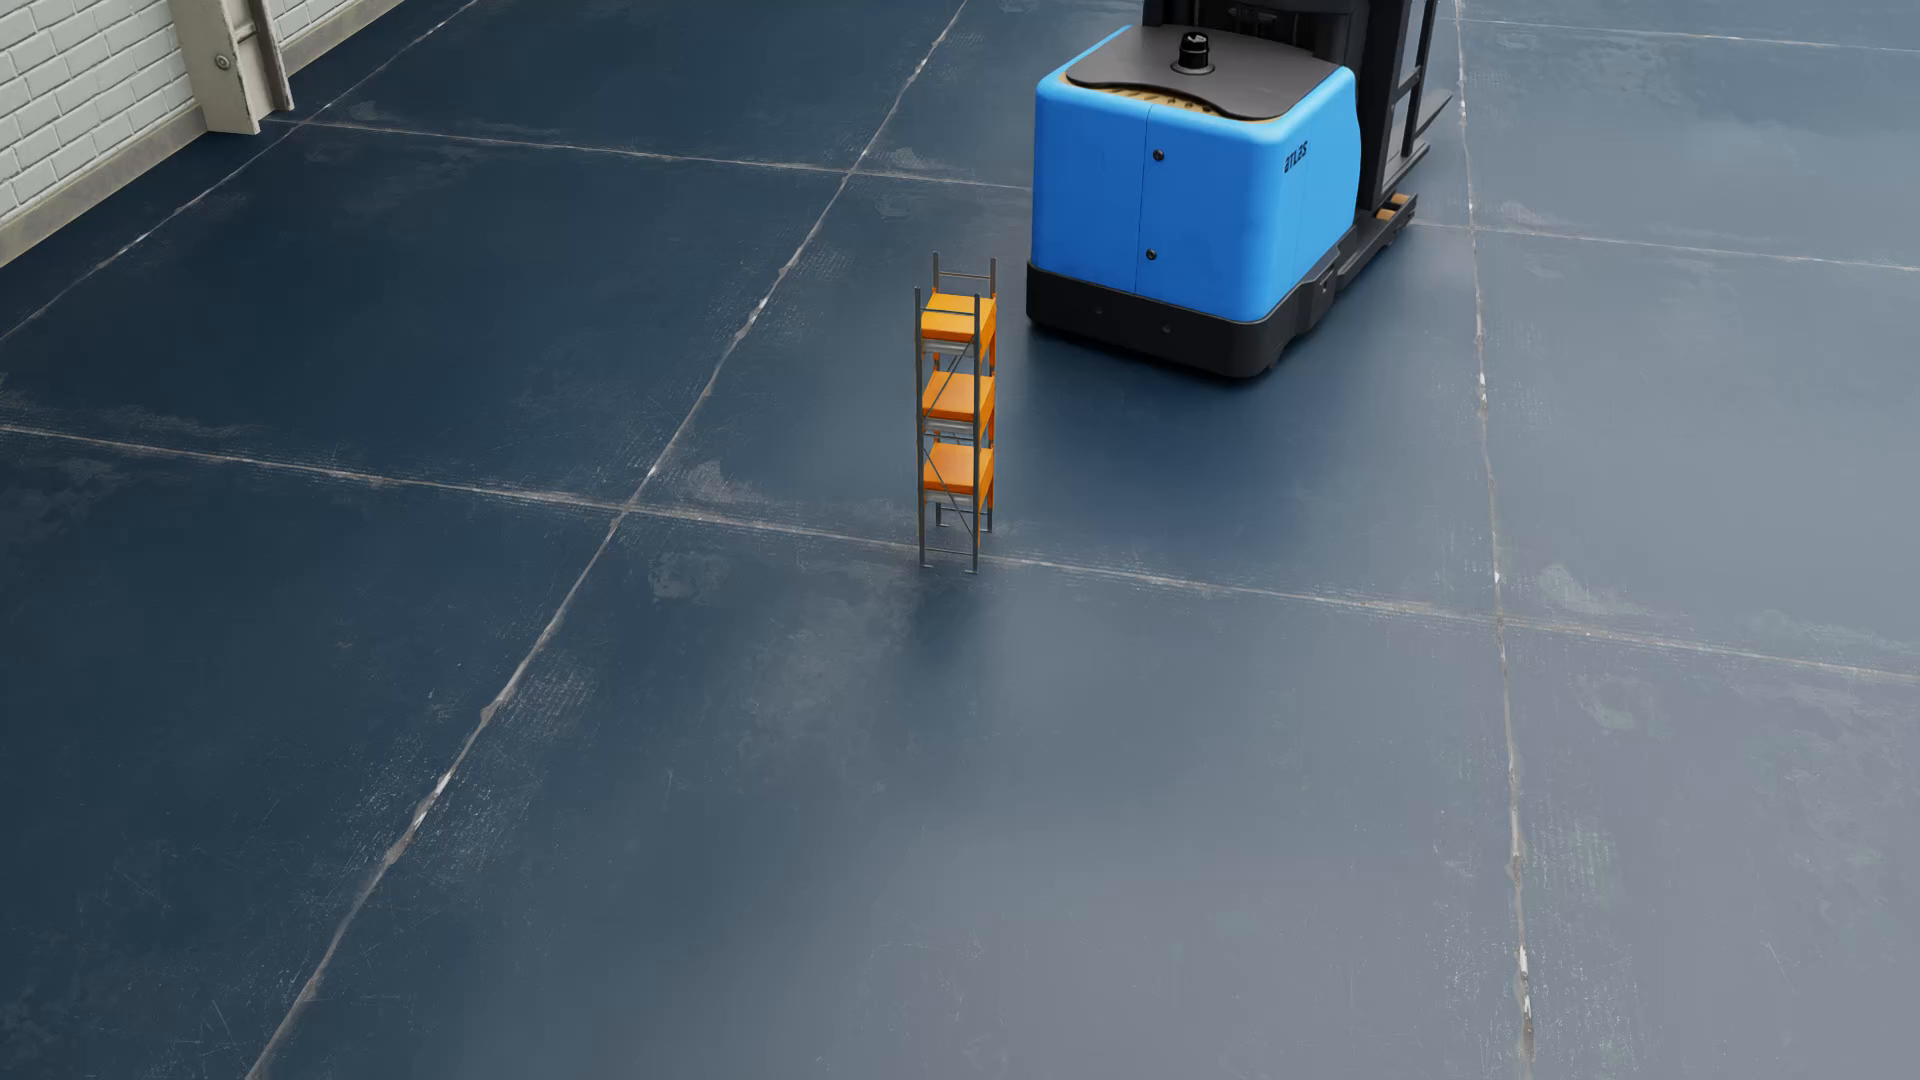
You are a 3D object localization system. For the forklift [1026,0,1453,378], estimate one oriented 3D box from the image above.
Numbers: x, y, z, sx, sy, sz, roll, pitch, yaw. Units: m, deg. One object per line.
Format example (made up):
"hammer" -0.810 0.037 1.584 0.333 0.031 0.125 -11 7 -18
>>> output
"forklift" 1.466 -2.659 6.921 1.130 2.935 3.031 19 40 25

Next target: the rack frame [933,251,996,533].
"rack frame" 0.015 -0.464 5.496 0.200 1.050 0.008 7 37 10

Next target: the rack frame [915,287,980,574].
"rack frame" -0.038 -0.324 5.303 0.200 1.050 0.008 7 37 10

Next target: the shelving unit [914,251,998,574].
"shelving unit" -0.011 -0.394 5.400 0.215 1.050 0.252 7 37 10

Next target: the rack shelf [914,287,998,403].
"rack shelf" -0.011 -0.616 5.239 0.215 0.259 0.240 7 37 10

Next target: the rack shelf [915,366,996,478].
"rack shelf" -0.011 -0.386 5.406 0.215 0.259 0.240 7 37 10

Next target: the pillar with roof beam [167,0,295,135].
"pillar with roof beam" 0.425 -5.347 5.460 9.100 9.000 0.400 7 37 10

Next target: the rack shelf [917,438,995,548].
"rack shelf" -0.011 -0.161 5.569 0.215 0.259 0.240 7 37 10
